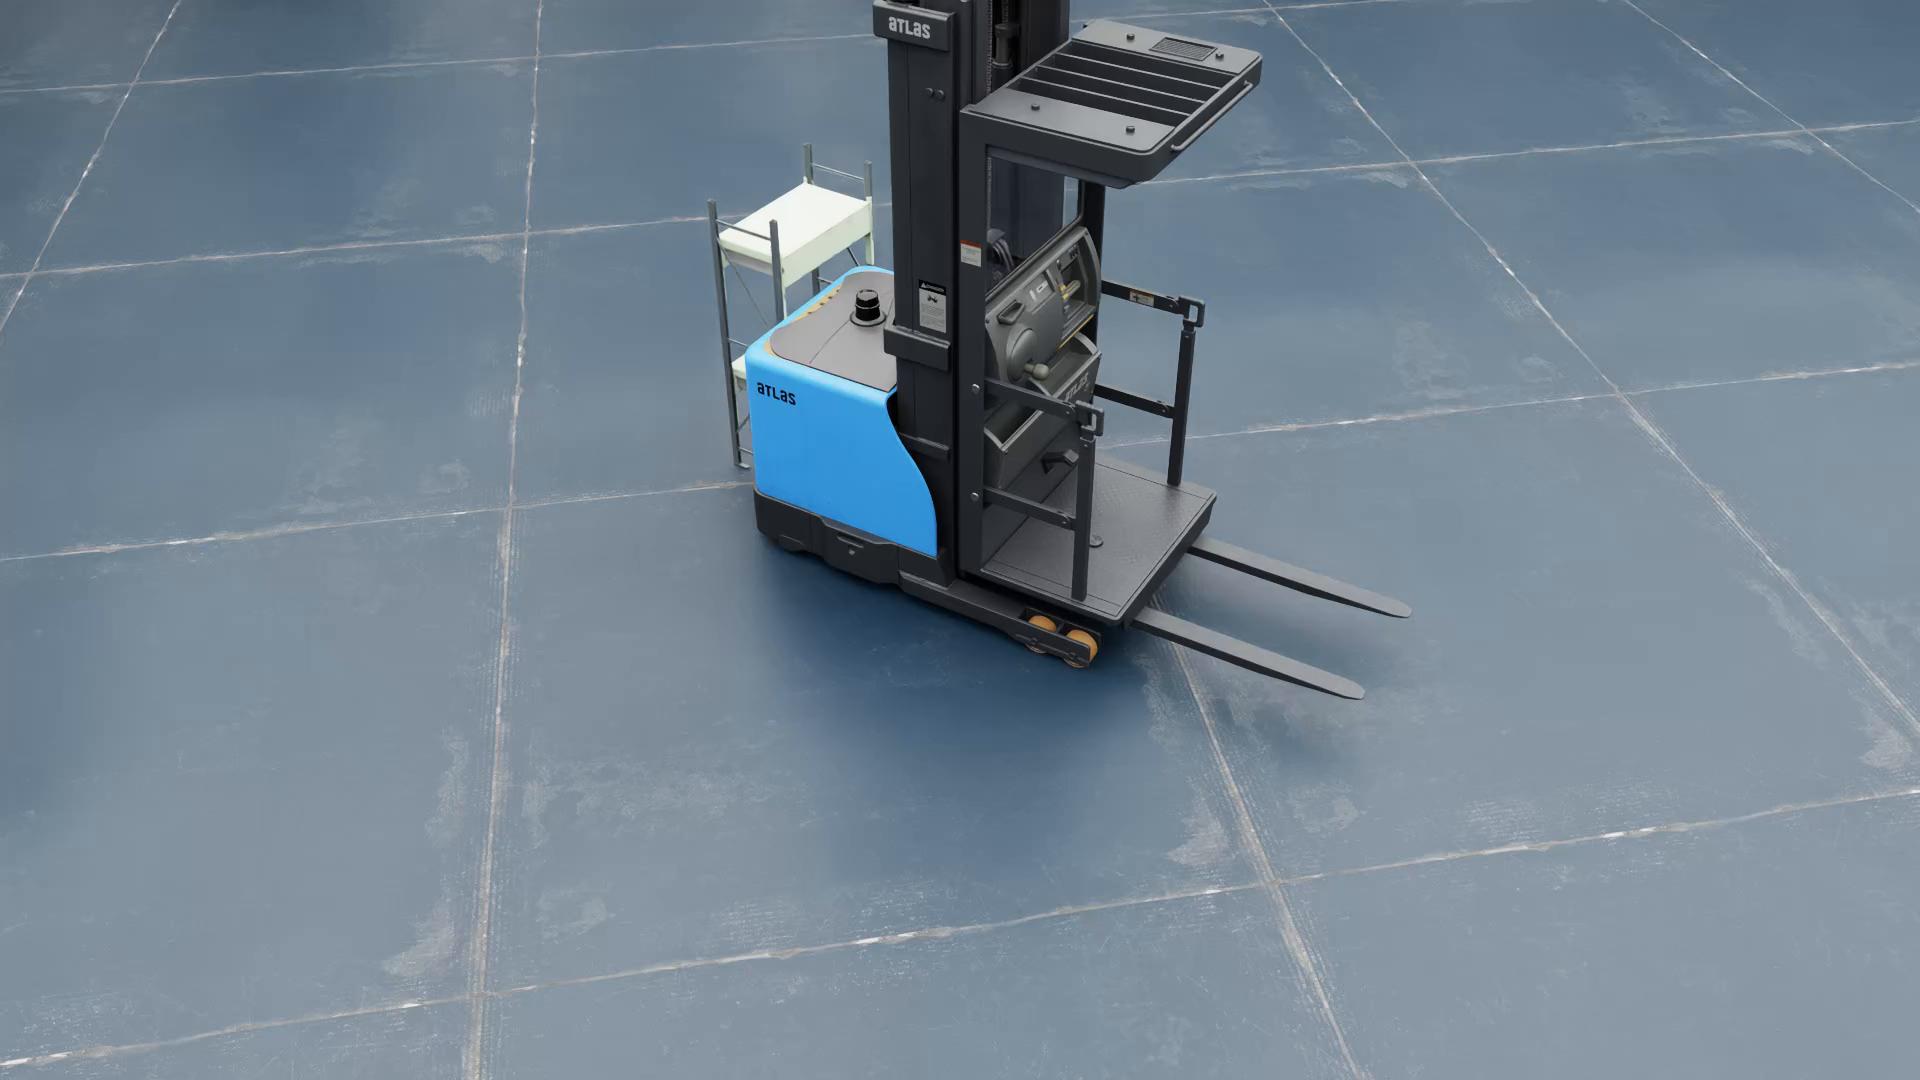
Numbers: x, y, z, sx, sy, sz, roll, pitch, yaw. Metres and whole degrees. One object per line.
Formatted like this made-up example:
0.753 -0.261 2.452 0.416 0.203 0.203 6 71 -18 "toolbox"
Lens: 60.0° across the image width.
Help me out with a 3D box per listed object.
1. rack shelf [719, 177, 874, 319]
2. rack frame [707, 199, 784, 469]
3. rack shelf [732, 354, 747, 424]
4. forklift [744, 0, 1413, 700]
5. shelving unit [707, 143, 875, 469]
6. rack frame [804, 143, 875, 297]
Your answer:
-0.803 -1.422 8.122 0.431 0.370 0.720 22 43 26 "rack shelf"
-1.004 -0.927 8.120 0.400 1.500 0.023 22 43 26 "rack frame"
-0.803 -0.857 8.561 0.431 0.370 0.720 22 43 26 "rack shelf"
0.538 -0.963 7.001 3.031 2.935 1.130 20 42 24 "forklift"
-0.803 -1.114 8.361 0.431 1.500 0.755 22 43 26 "shelving unit"
-0.601 -1.301 8.603 0.400 1.500 0.023 22 43 26 "rack frame"
